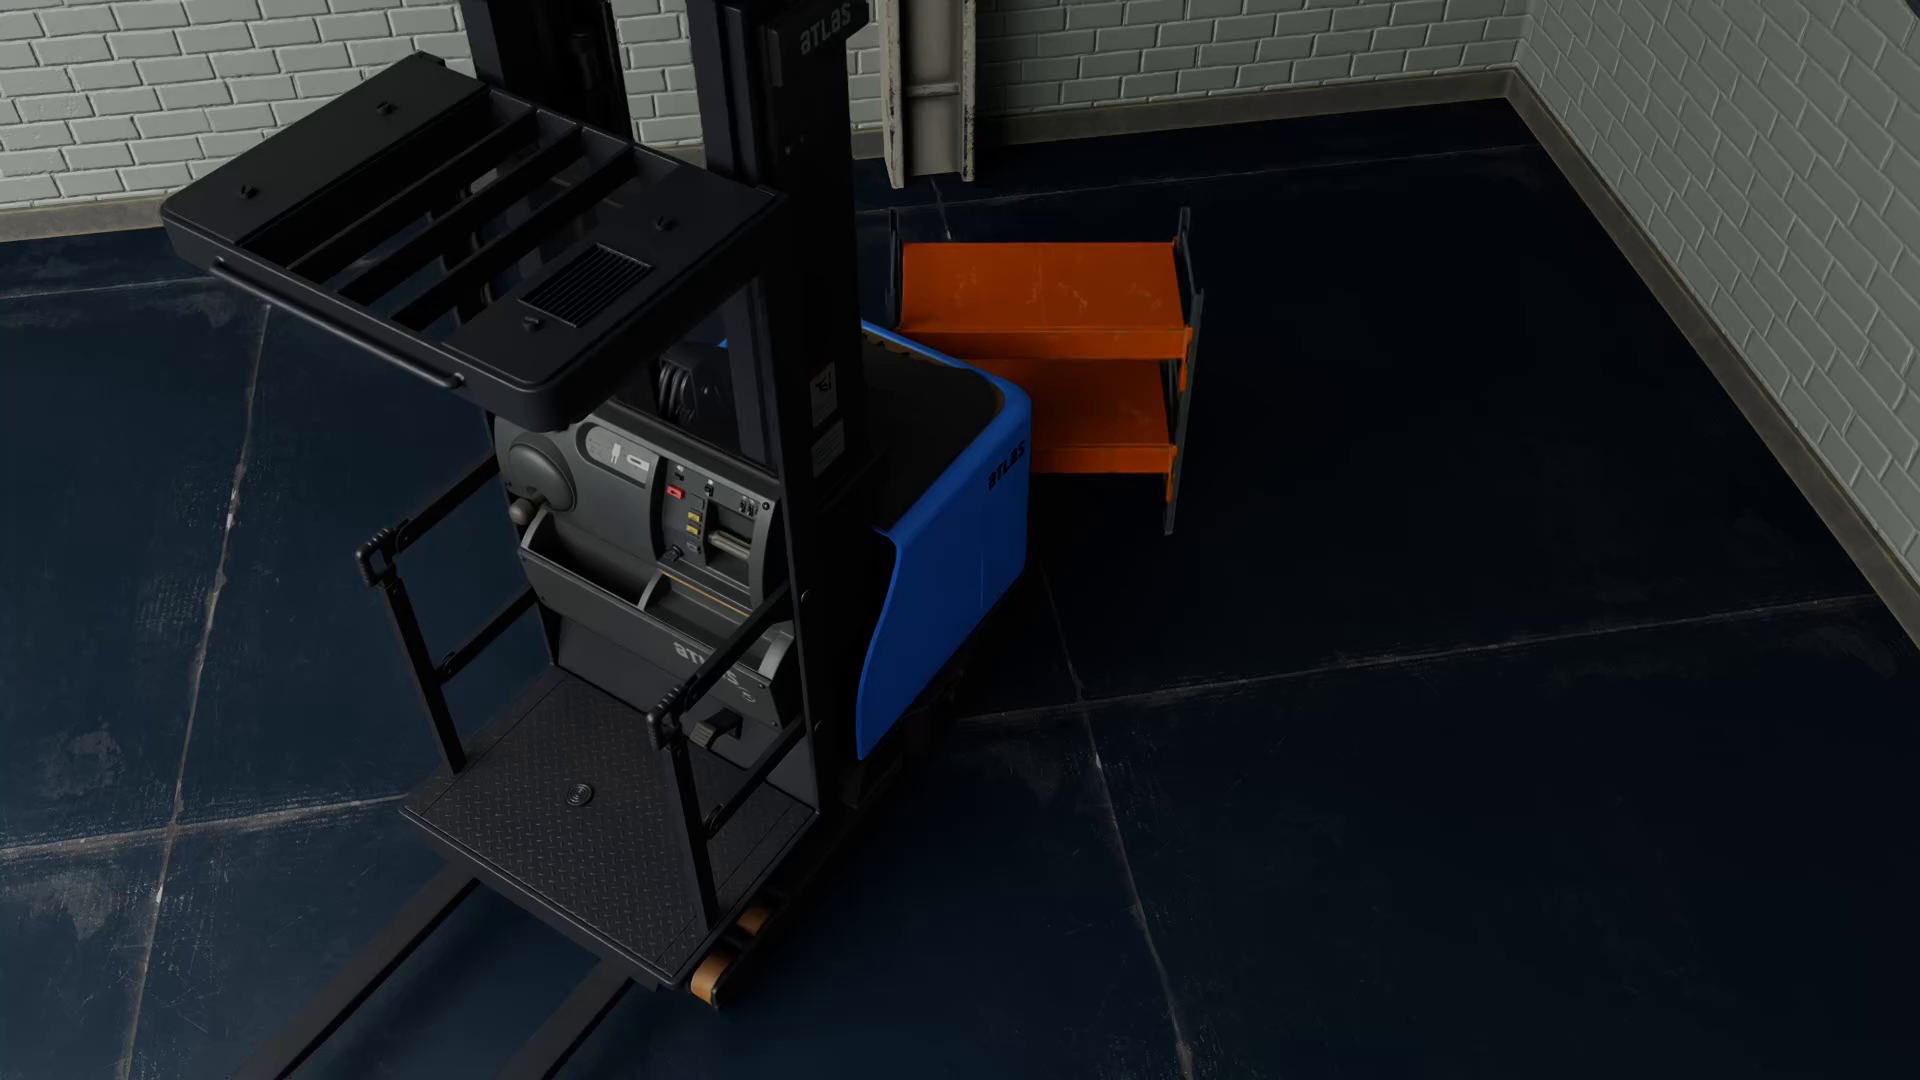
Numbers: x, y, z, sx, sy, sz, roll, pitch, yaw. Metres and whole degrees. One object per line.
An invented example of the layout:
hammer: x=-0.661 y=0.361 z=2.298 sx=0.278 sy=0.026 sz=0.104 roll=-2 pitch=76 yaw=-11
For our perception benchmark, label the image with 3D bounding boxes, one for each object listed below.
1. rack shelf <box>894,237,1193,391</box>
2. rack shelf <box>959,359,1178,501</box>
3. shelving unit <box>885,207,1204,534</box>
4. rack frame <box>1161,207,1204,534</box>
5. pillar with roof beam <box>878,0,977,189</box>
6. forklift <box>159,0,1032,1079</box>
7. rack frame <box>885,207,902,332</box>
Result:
rack shelf: x=0.278 y=-0.795 z=5.829 sx=1.000 sy=0.278 sz=0.538 roll=0 pitch=46 yaw=0
rack shelf: x=0.278 y=-0.422 z=6.215 sx=1.000 sy=0.278 sz=0.538 roll=0 pitch=46 yaw=0
shelving unit: x=0.278 y=-0.592 z=6.039 sx=1.048 sy=1.125 sz=0.538 roll=0 pitch=46 yaw=0
rack frame: x=0.787 y=-0.593 z=6.041 sx=0.032 sy=1.125 sz=0.500 roll=0 pitch=46 yaw=0
pillar with roof beam: x=0.585 y=-1.859 z=1.792 sx=0.400 sy=9.000 sz=9.100 roll=-7 pitch=46 yaw=-7
forklift: x=-0.980 y=-0.040 z=4.254 sx=1.130 sy=2.935 sz=3.031 roll=25 pitch=51 yaw=22
rack frame: x=-0.230 y=-0.591 z=6.038 sx=0.032 sy=1.125 sz=0.500 roll=0 pitch=46 yaw=0
